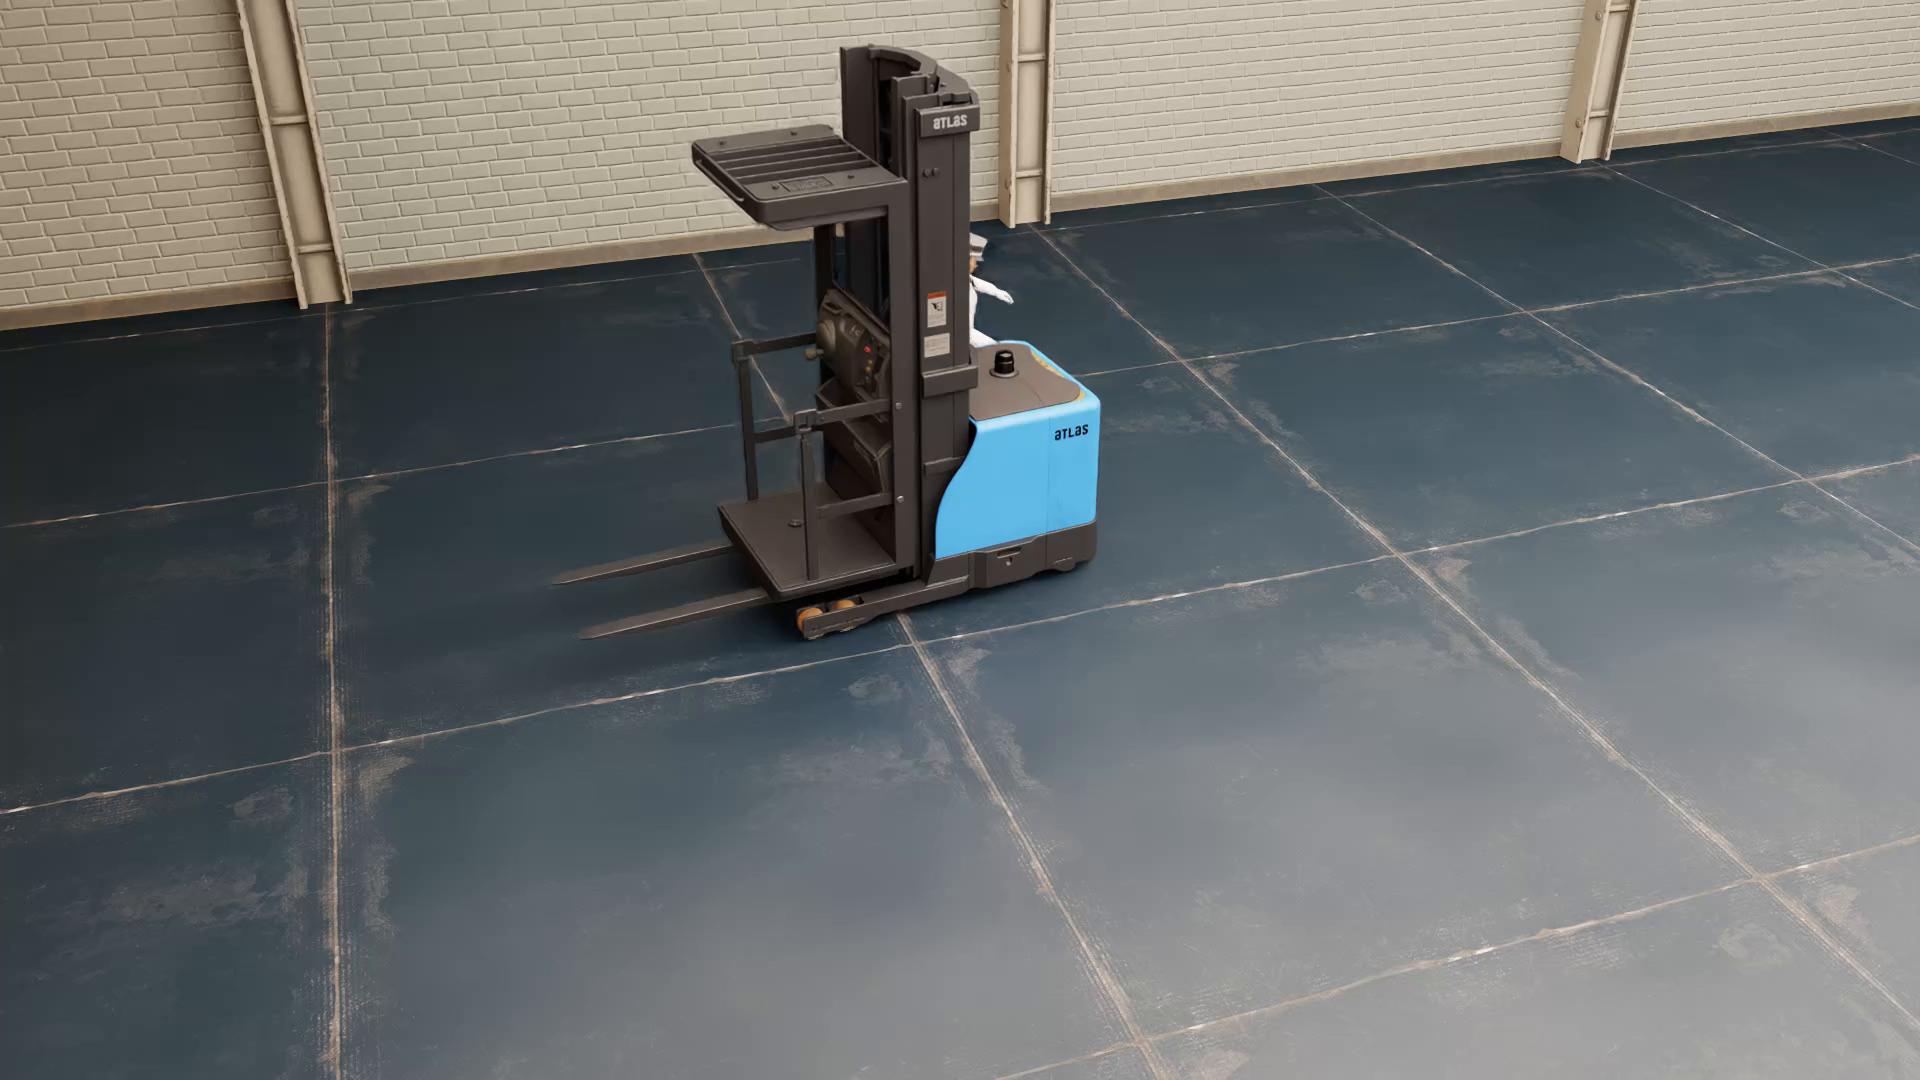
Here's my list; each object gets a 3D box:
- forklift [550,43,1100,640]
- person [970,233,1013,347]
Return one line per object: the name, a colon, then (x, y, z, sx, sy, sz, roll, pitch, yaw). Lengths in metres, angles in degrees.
forklift: (-0.760, -1.030, 8.877, 3.031, 2.935, 1.130, -13, 32, -22)
person: (0.099, -1.290, 10.802, 0.958, 1.489, 1.066, -1, 30, -2)
